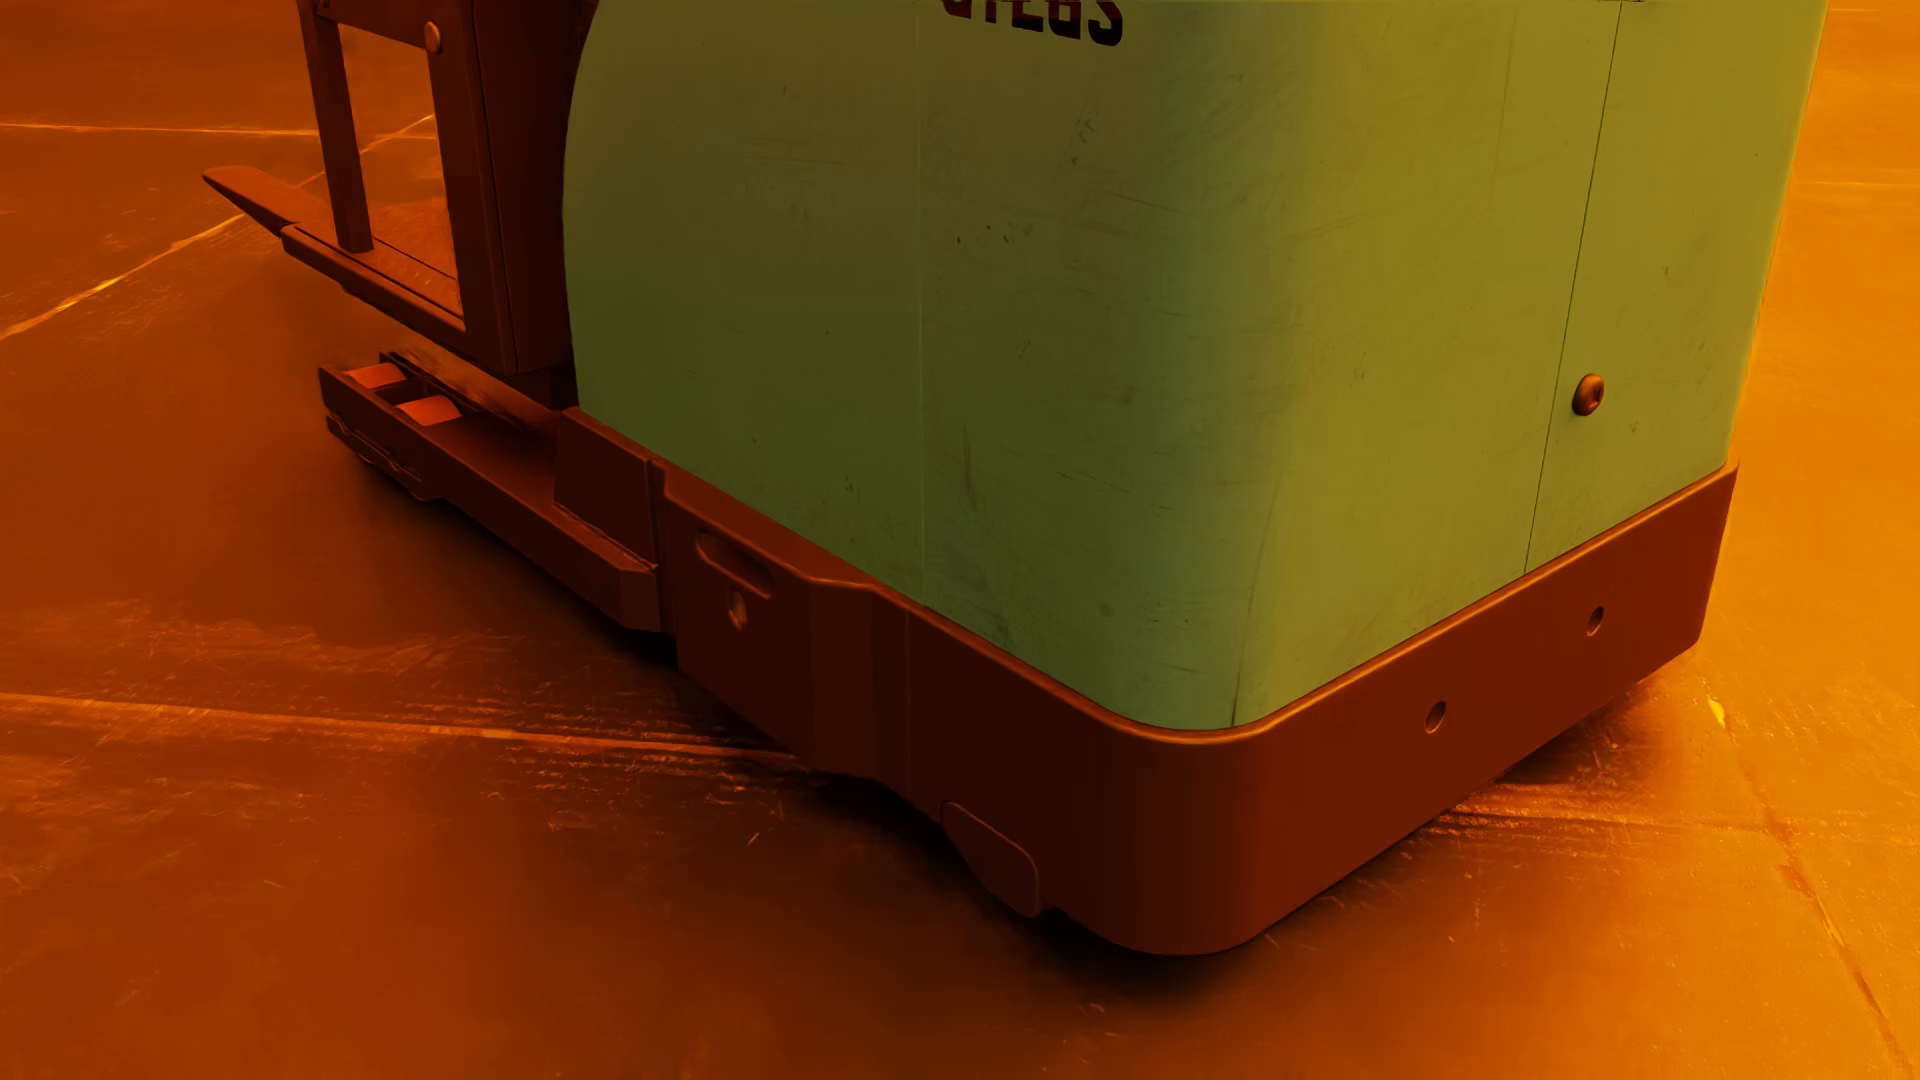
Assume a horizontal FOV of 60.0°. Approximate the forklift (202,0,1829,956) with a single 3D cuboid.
[{"bbox_3d":[-0.399,-1.501,2.226,1.130,2.935,3.031,-21,33,-36],"label":"forklift"}]
